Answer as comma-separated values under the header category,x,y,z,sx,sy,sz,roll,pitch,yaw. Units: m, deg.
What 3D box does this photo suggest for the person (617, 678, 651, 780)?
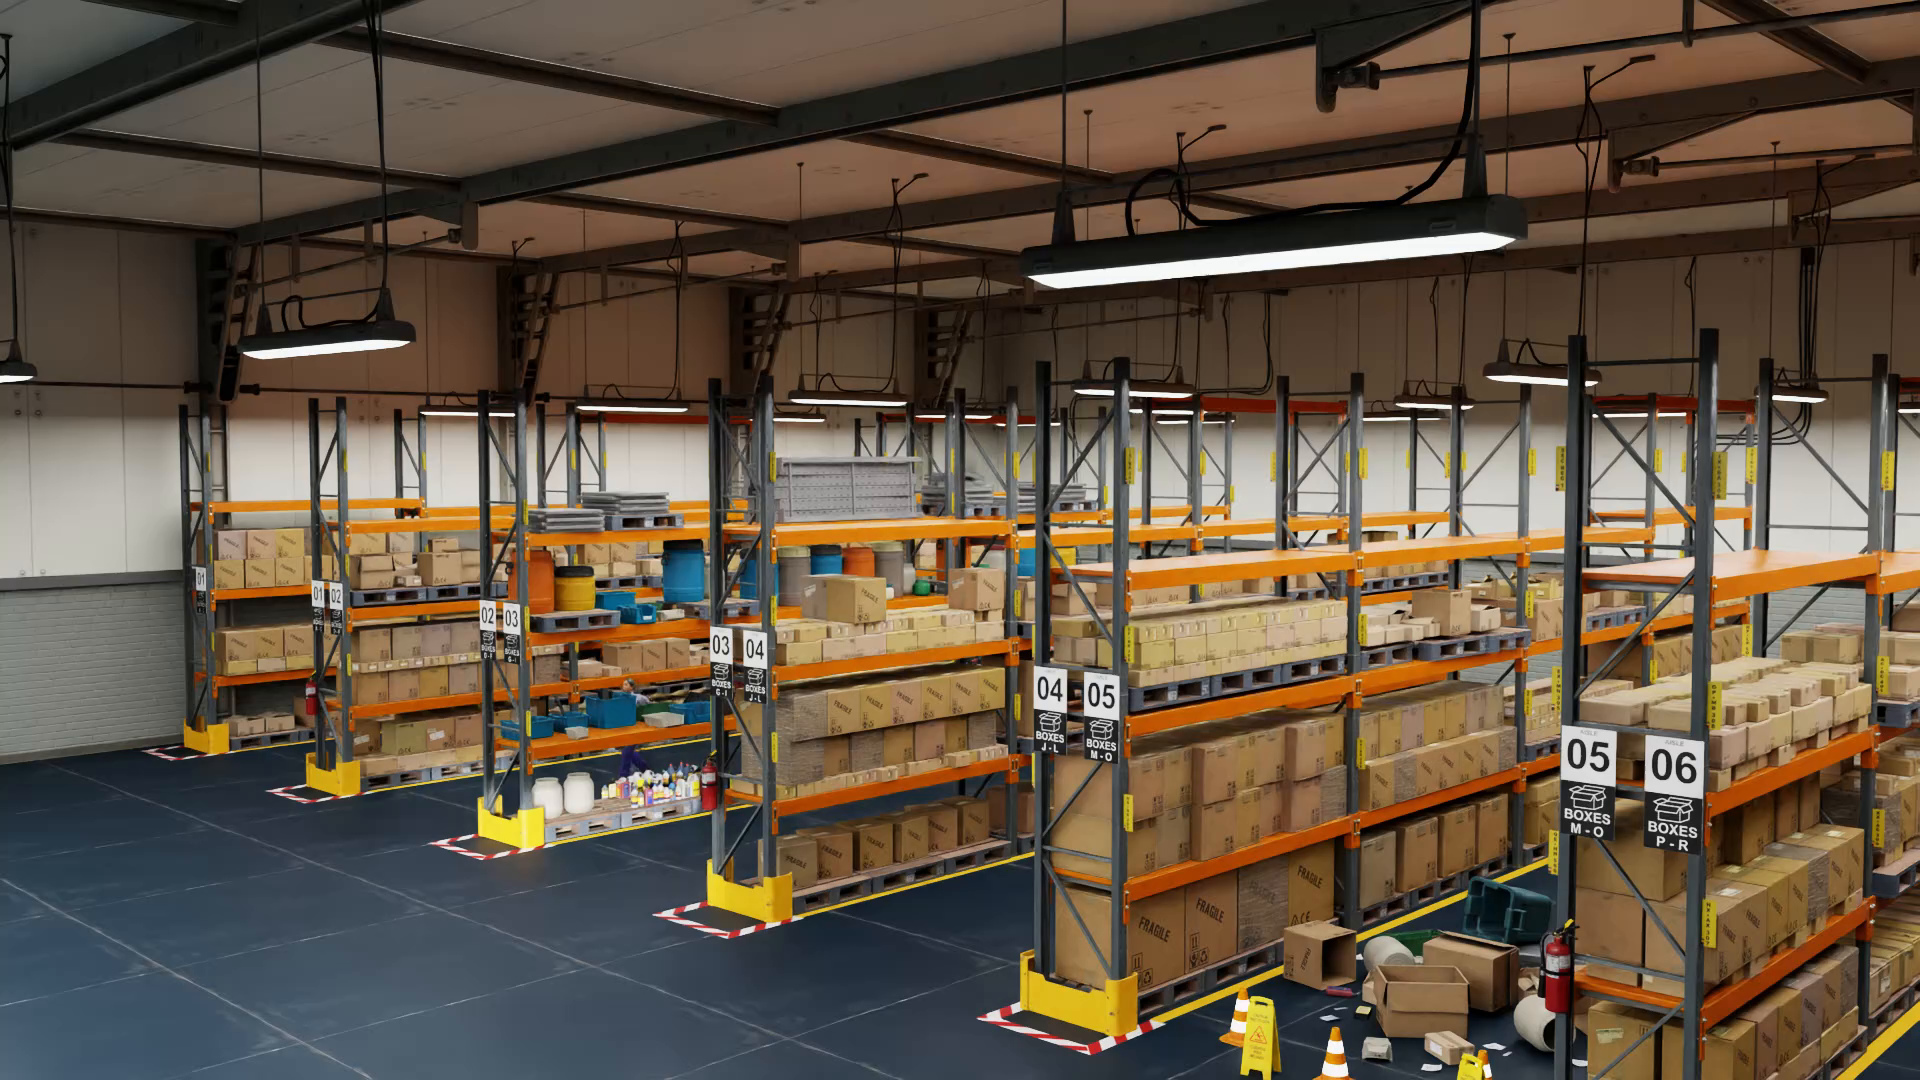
category,x,y,z,sx,sy,sz,roll,pitch,yaw
person,-5.138,2.974,25.749,0.561,1.660,0.874,2,4,37
